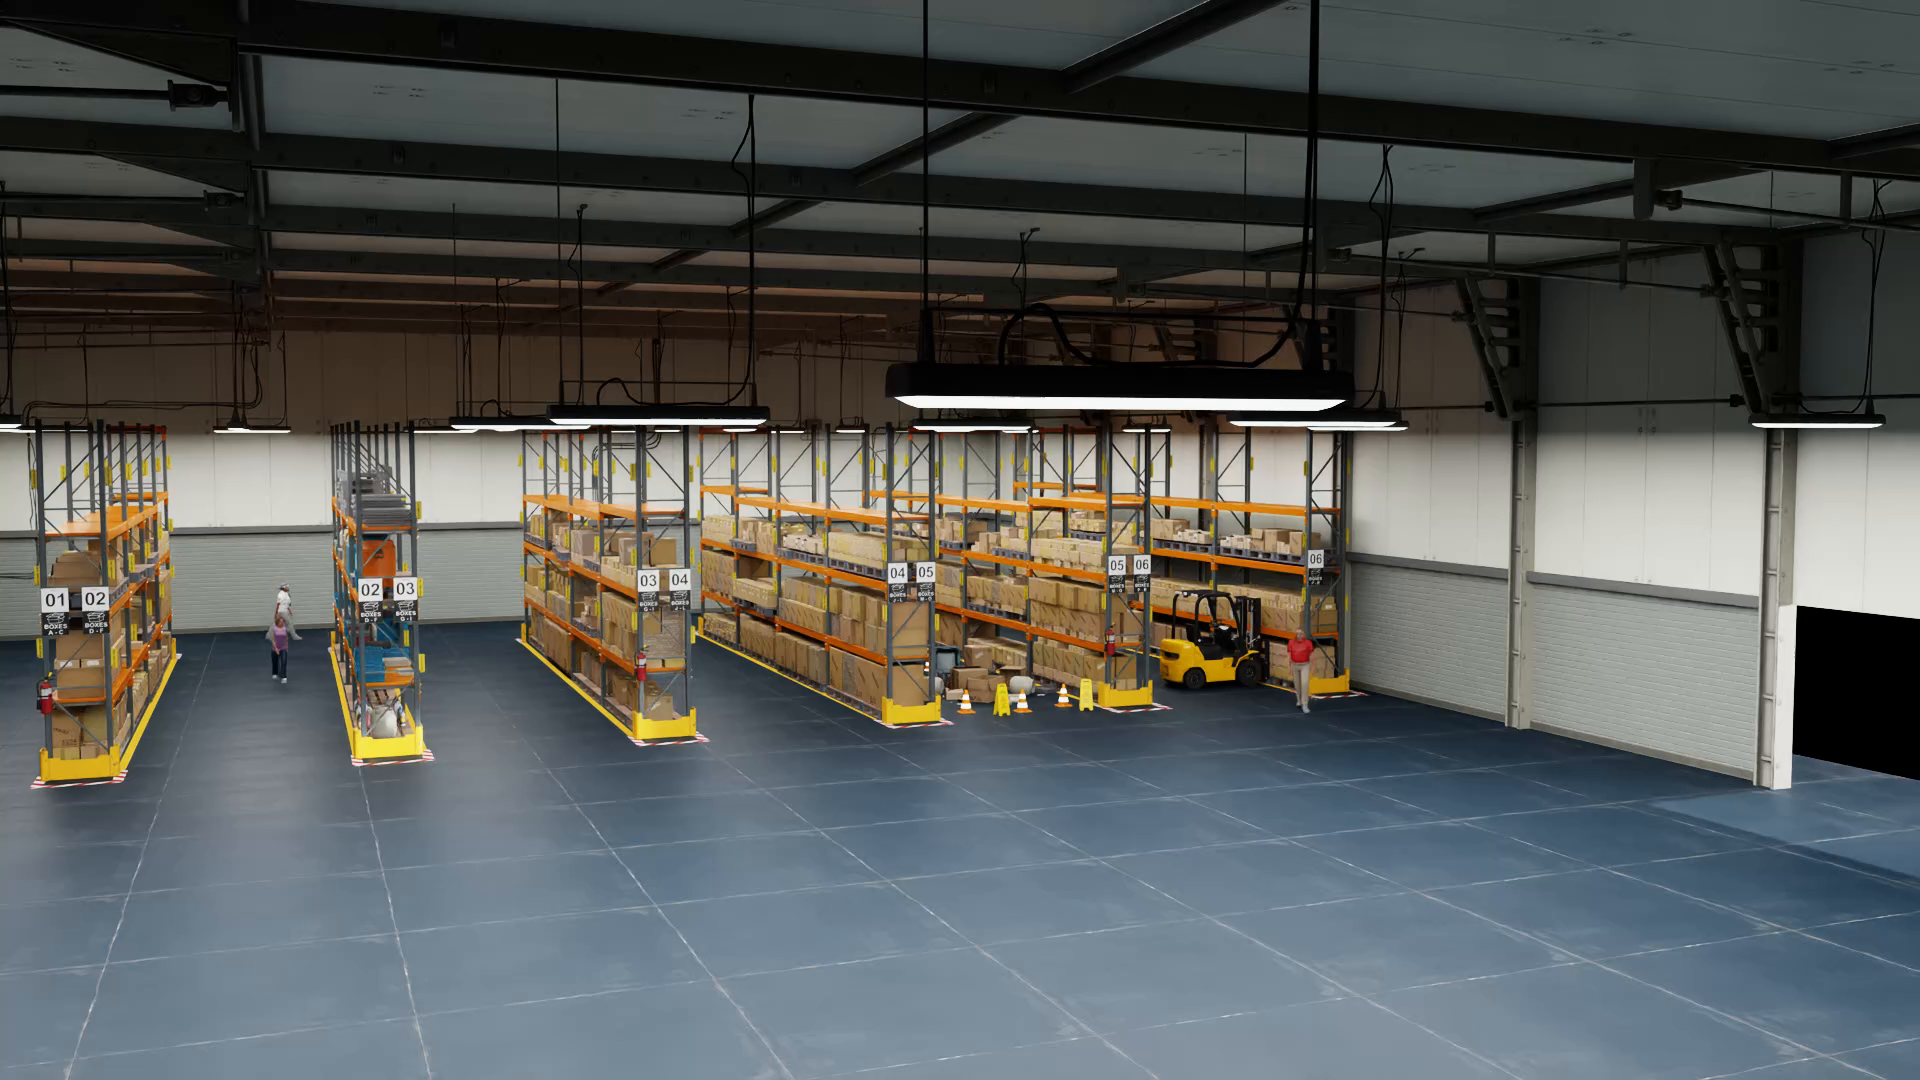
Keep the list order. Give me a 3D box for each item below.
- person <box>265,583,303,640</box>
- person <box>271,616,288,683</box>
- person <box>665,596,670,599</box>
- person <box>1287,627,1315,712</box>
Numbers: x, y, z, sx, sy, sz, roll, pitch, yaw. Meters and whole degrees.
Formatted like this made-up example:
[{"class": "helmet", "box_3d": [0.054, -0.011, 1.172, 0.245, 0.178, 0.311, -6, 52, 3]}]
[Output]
[{"class": "person", "box_3d": [-18.886, 1.991, 46.478, 1.015, 1.616, 0.438, -1, 4, -14]}, {"class": "person", "box_3d": [-15.799, 2.537, 38.652, 0.403, 1.520, 0.964, -2, 4, -33]}, {"class": "person", "box_3d": [-8.420, 1.844, 48.548, 0.496, 1.669, 0.521, 2, 4, 29]}, {"class": "person", "box_3d": [7.140, 2.686, 34.873, 0.579, 1.706, 0.863, 2, 4, 28]}]
